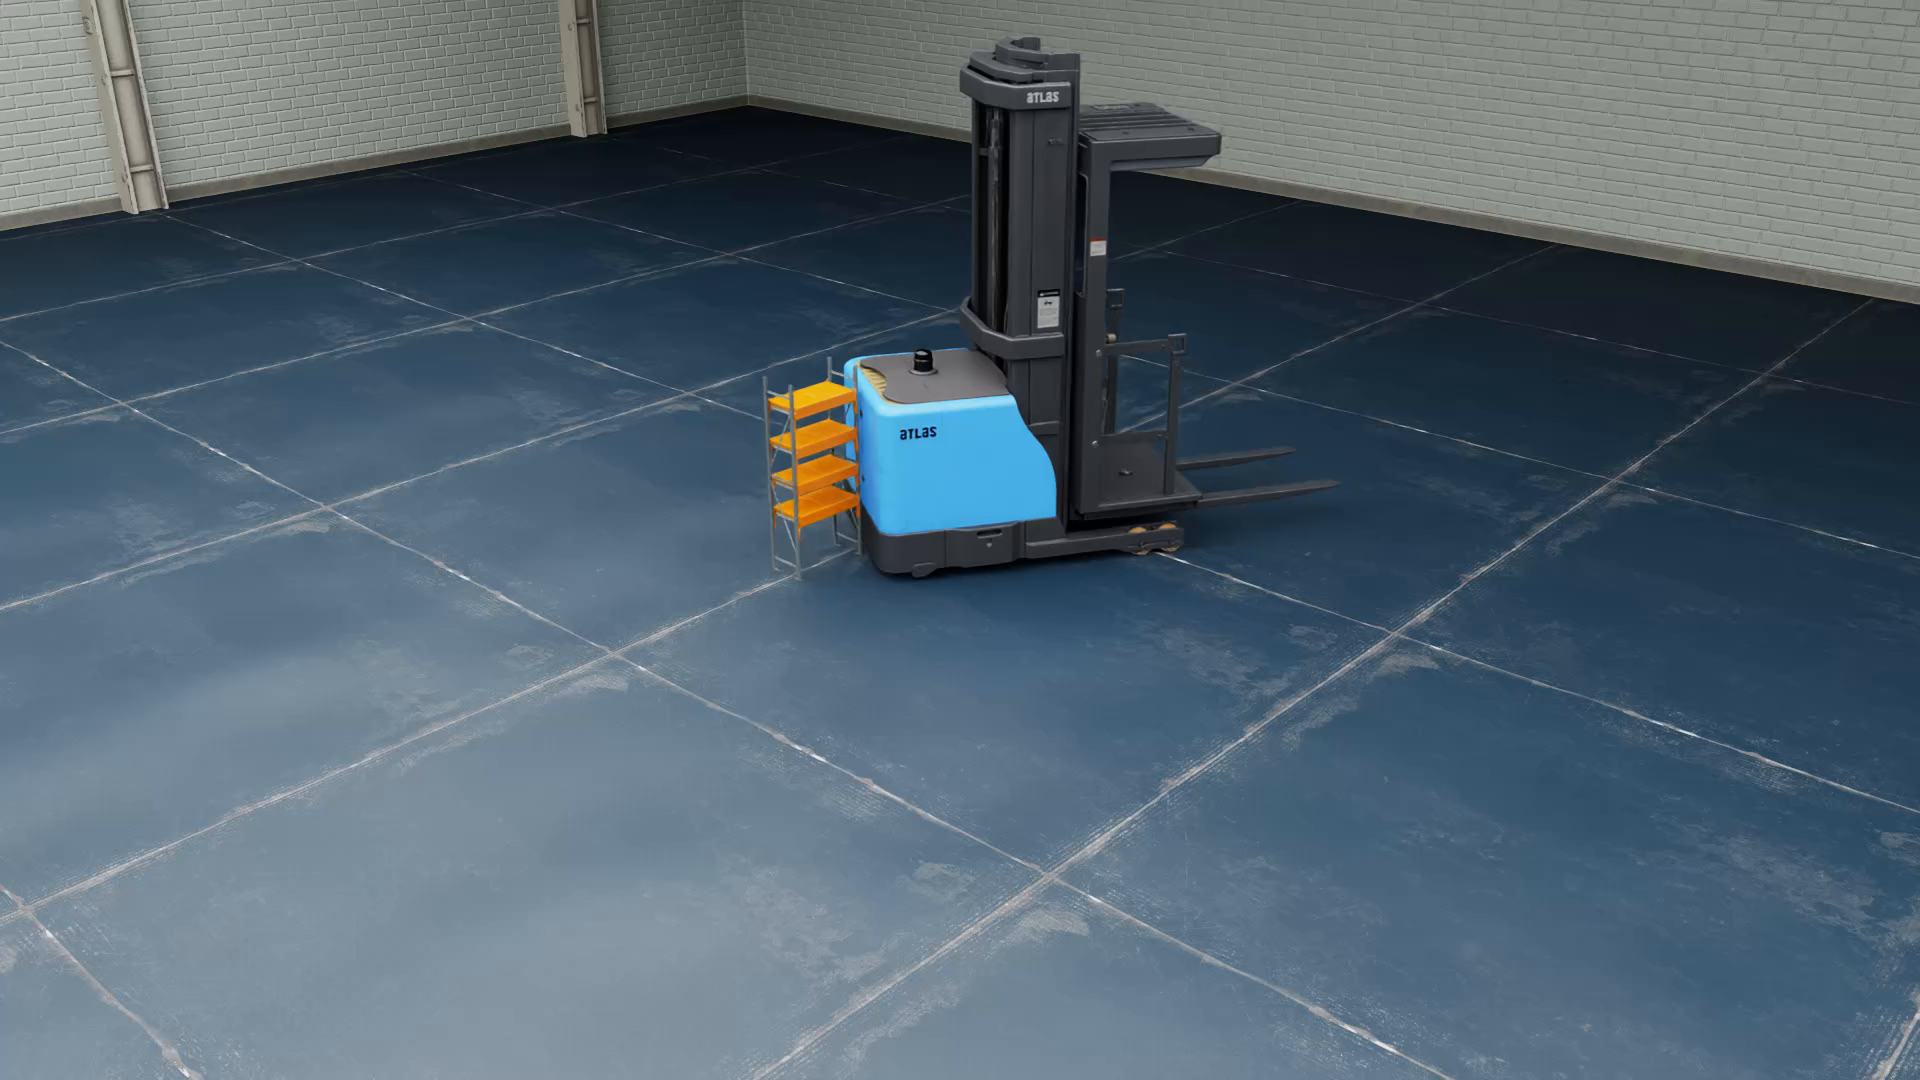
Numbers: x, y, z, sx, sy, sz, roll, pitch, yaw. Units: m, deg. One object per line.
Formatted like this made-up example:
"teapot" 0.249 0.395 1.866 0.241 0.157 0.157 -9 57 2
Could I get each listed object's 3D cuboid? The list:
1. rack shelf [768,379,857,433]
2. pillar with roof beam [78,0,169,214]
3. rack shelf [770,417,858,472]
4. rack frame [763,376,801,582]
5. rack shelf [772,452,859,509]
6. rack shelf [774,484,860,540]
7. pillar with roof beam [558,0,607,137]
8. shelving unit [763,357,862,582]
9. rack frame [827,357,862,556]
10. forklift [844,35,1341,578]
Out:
"rack shelf" -0.851 -0.772 9.544 0.258 0.148 0.480 21 32 39
"pillar with roof beam" -5.822 -6.601 13.973 9.100 9.000 0.400 20 31 38
"rack shelf" -0.851 -0.556 9.641 0.258 0.148 0.480 21 32 39
"rack frame" -1.019 -0.341 9.543 0.240 1.200 0.015 21 32 39
"rack shelf" -0.851 -0.352 9.732 0.258 0.148 0.480 21 32 39
"rack shelf" -0.851 -0.171 9.814 0.258 0.148 0.480 21 32 39
"pillar with roof beam" -1.818 -8.429 18.050 9.100 9.000 0.400 20 31 38
"shelving unit" -0.851 -0.413 9.705 0.258 1.200 0.503 21 32 39
"rack frame" -0.683 -0.485 9.866 0.240 1.200 0.015 21 32 39
"forklift" 0.858 -1.445 9.889 3.031 2.935 1.130 -7 25 -15
